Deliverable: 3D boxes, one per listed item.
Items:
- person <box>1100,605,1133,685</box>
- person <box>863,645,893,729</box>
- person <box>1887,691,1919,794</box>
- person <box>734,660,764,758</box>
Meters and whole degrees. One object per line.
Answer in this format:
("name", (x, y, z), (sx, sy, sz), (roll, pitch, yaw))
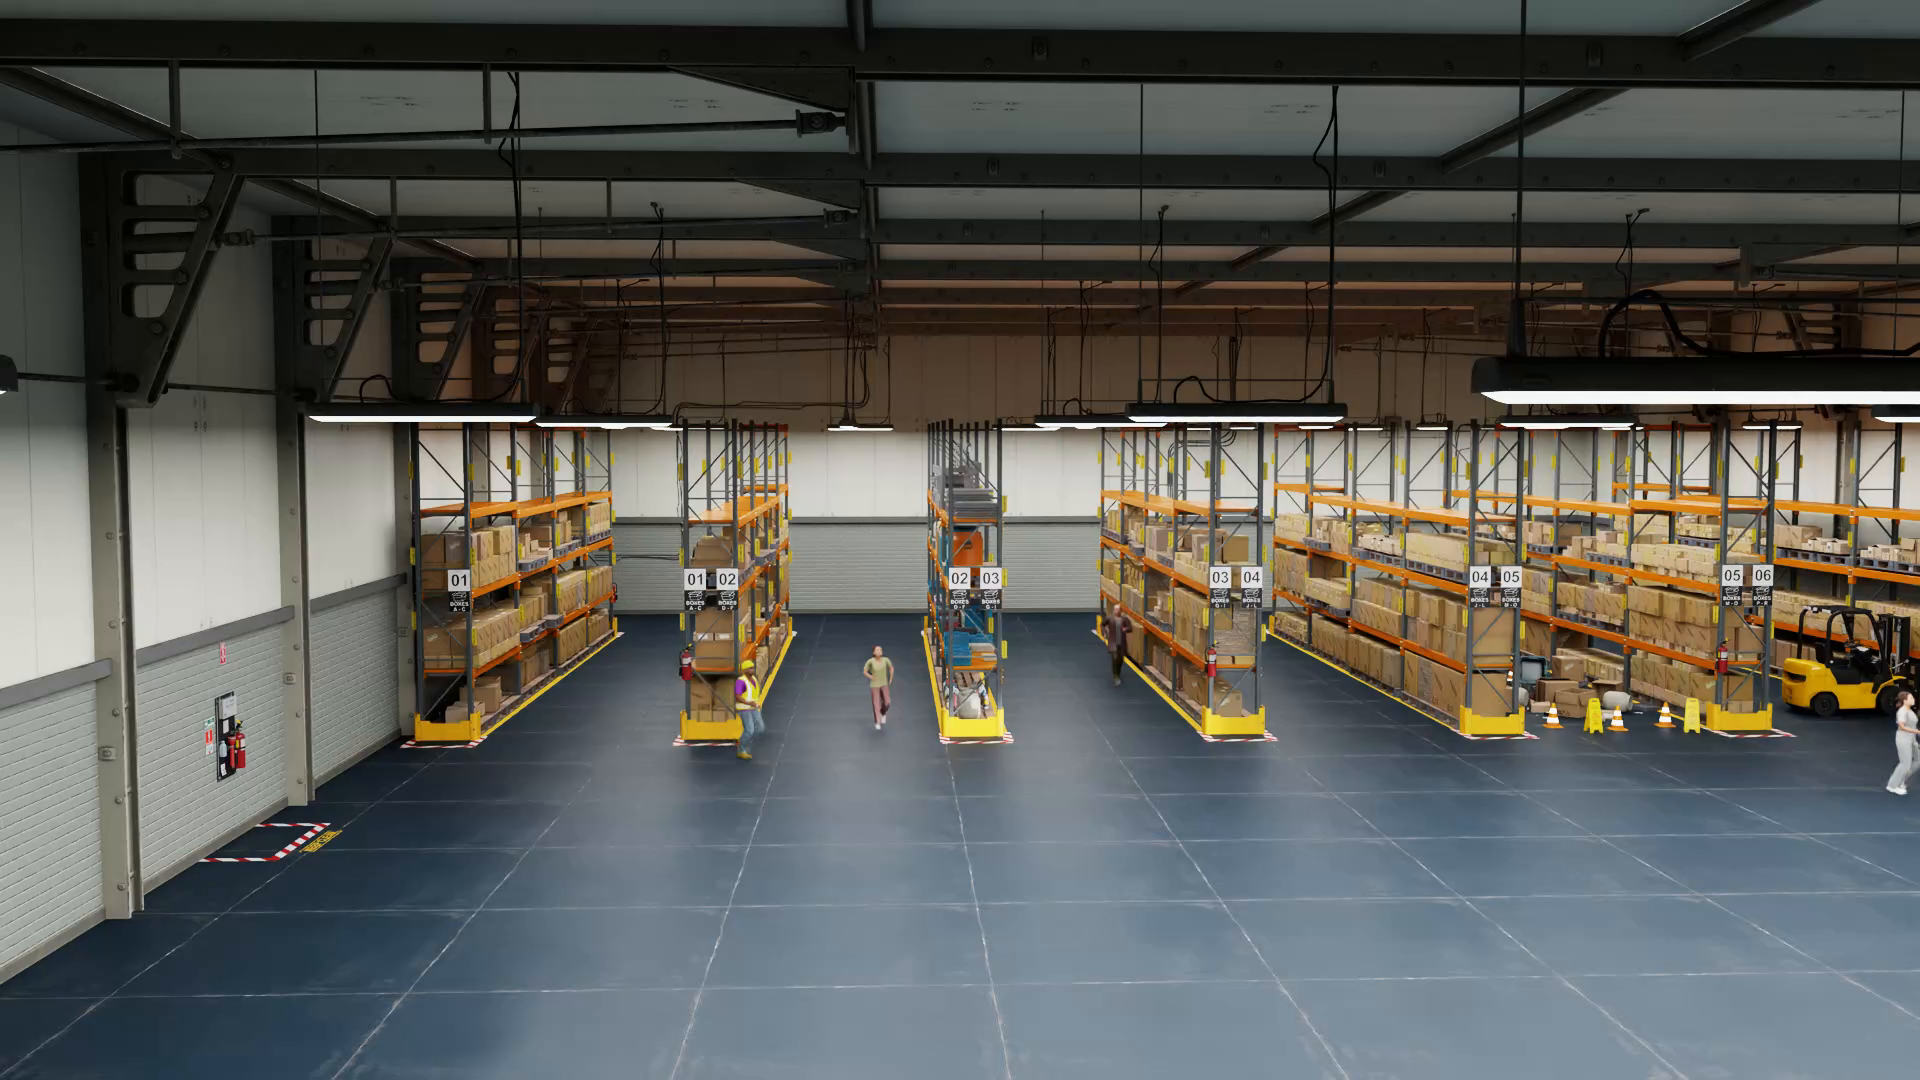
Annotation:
("person", (3.598, 2.368, 38.046), (0.695, 1.780, 1.046), (-1, 4, -9))
("person", (-1.563, 2.841, 32.168), (0.626, 1.639, 0.525), (-1, 4, -14))
("person", (15.007, 3.204, 26.317), (0.568, 1.641, 0.616), (3, 5, 43))
("person", (-3.701, 2.978, 29.342), (0.593, 1.727, 0.738), (2, 4, 26))
